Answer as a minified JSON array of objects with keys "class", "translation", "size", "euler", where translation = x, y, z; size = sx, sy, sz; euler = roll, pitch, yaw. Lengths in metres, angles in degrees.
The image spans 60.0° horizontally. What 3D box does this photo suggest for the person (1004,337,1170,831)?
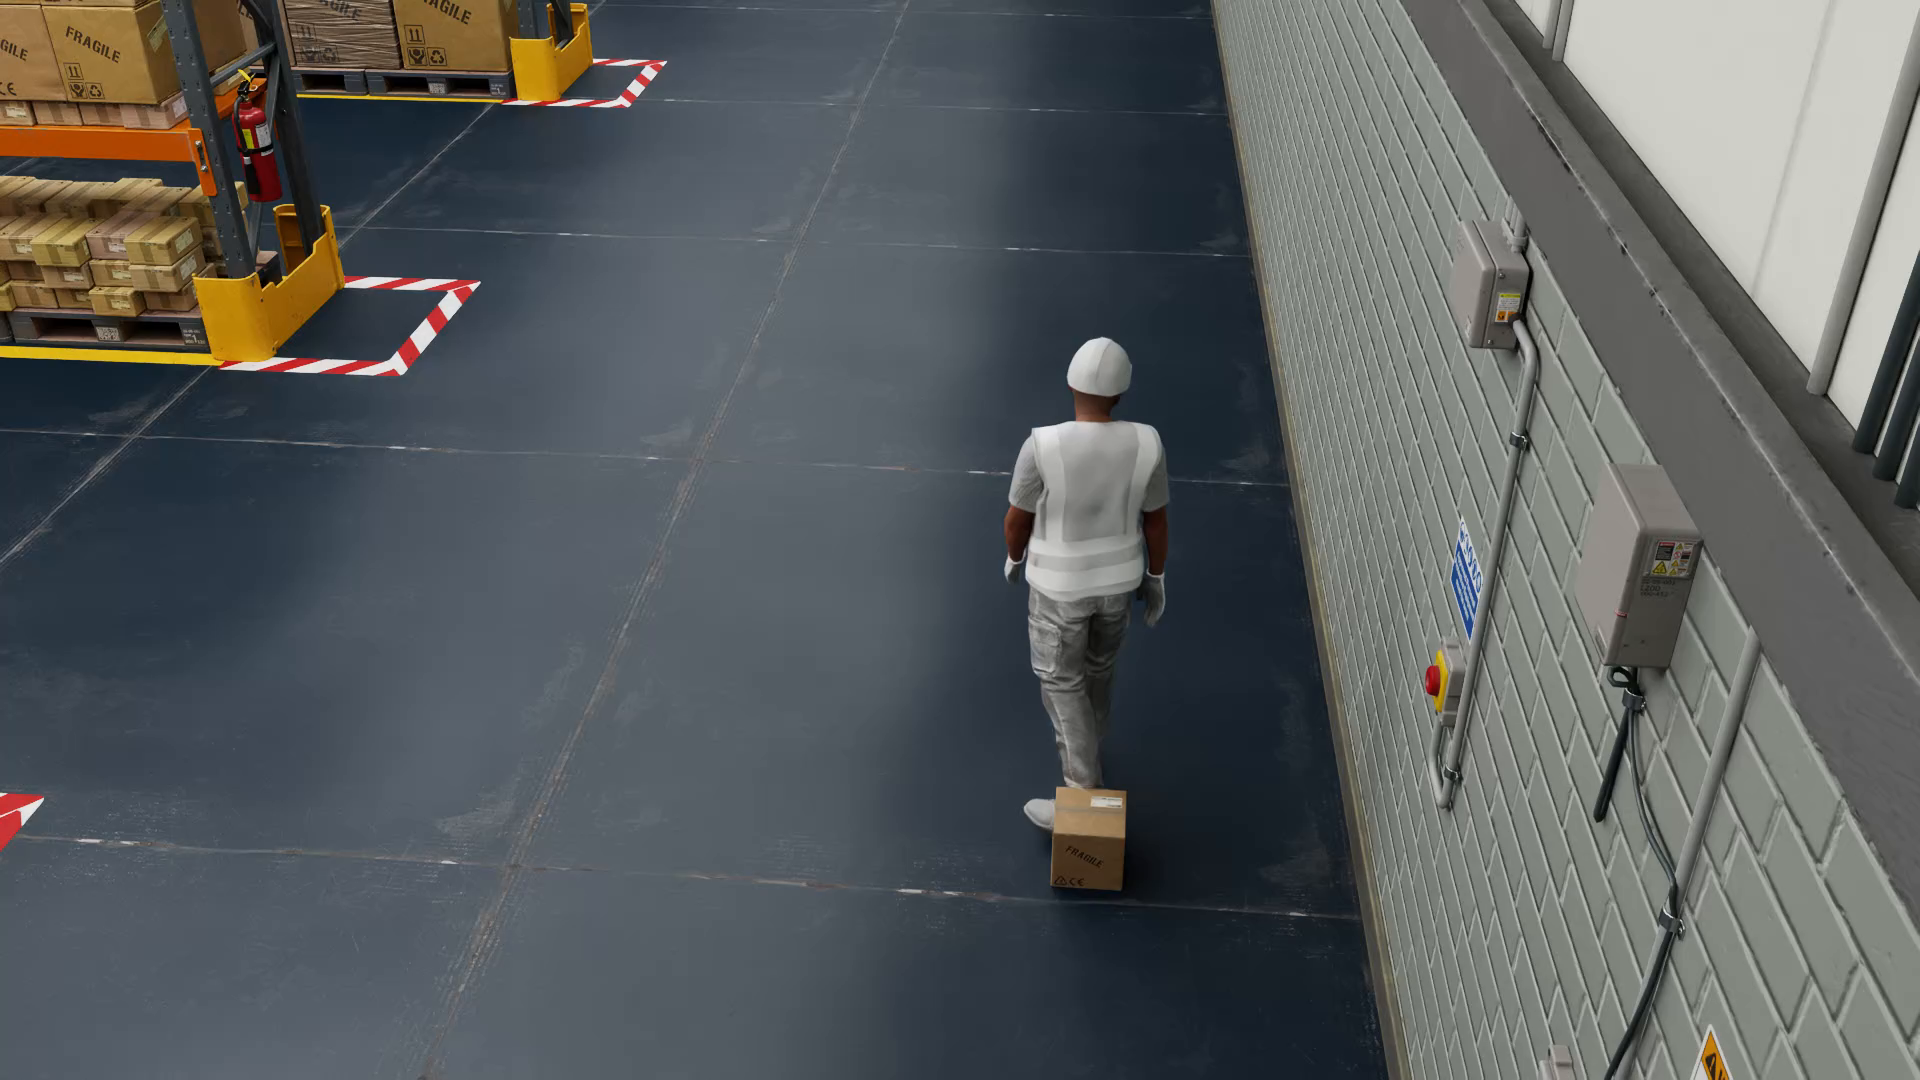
[{"class":"person","translation":[0.453,0.164,5.852],"size":[0.571,1.784,0.701],"euler":[-9,33,-14]}]
